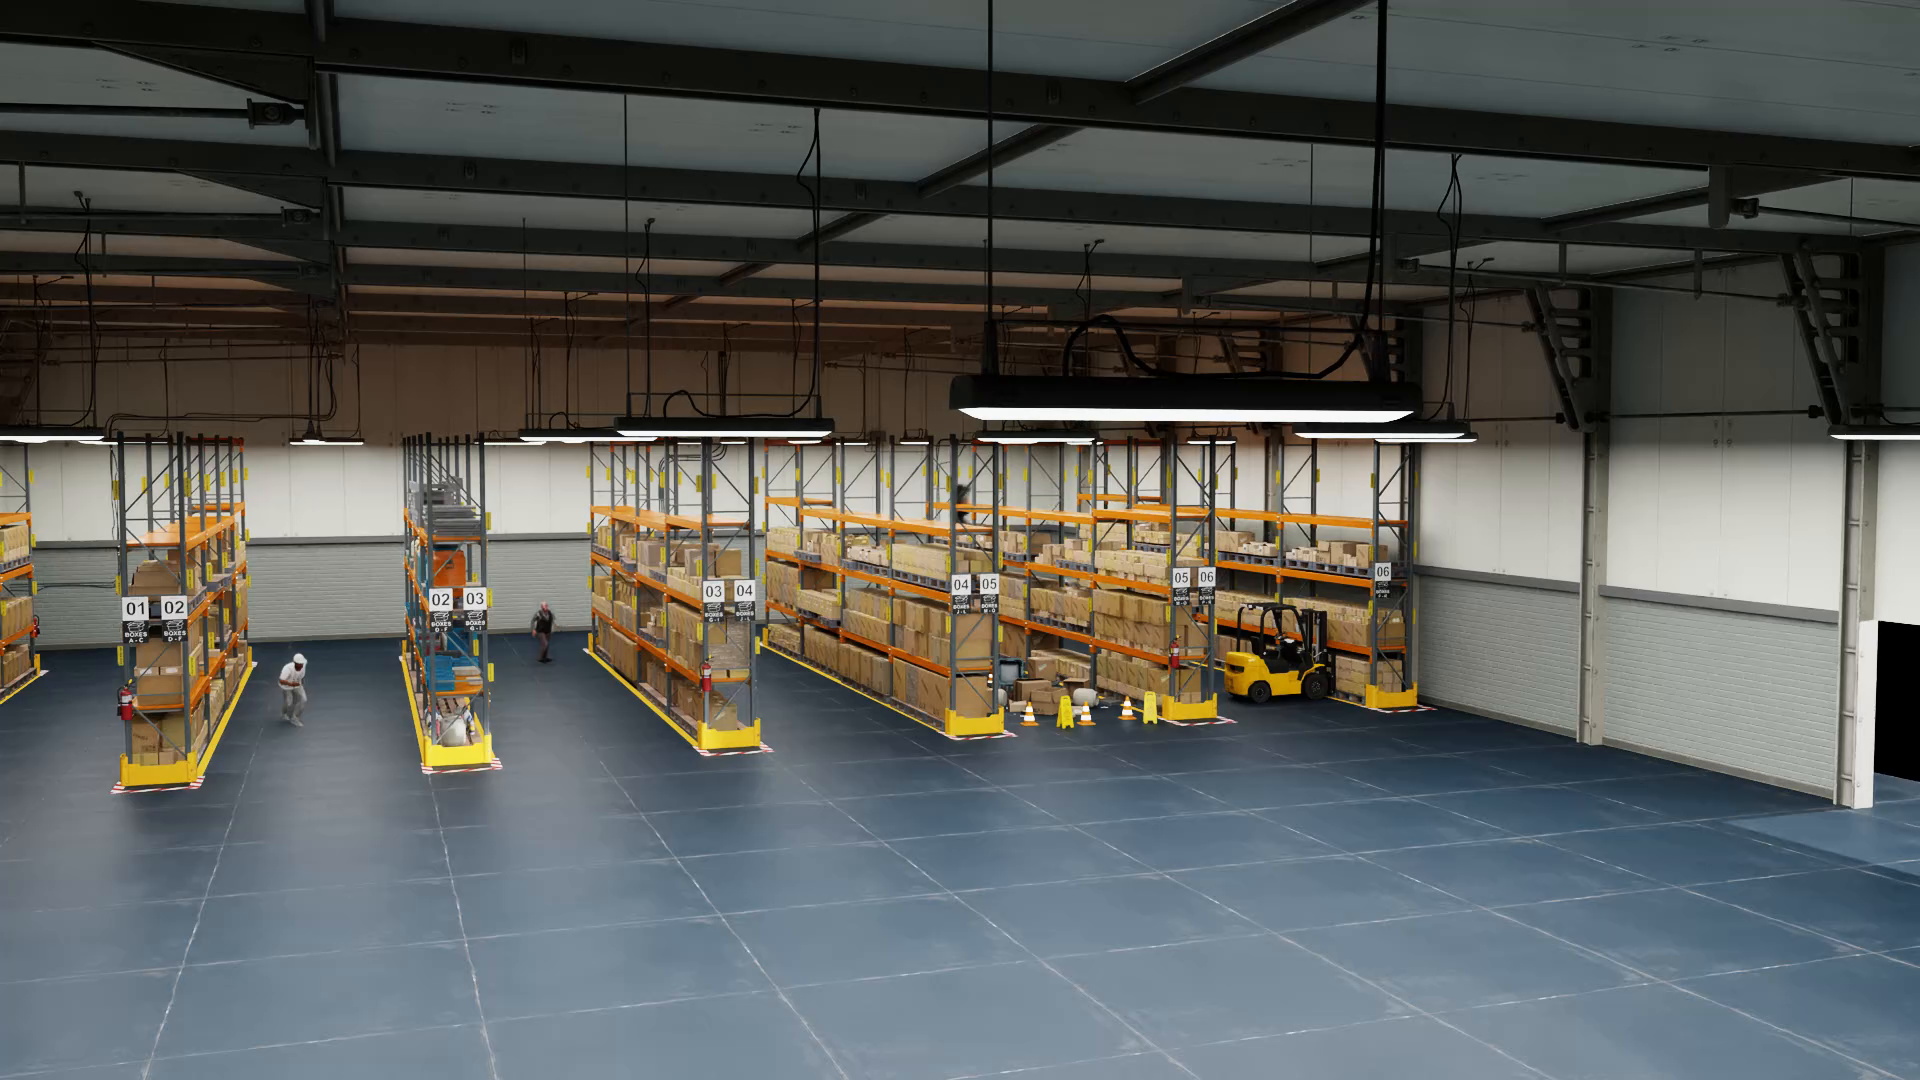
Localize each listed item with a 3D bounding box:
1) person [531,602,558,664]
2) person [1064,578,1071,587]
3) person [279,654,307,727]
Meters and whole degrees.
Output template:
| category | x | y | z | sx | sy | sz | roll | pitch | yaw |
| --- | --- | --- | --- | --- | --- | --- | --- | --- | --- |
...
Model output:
| category | x | y | z | sx | sy | sz | roll | pitch | yaw |
| --- | --- | --- | --- | --- | --- | --- | --- | --- | --- |
| person | -11.016 | 2.478 | 44.258 | 0.830 | 1.685 | 0.653 | 2 | 4 | 32 |
| person | 3.010 | 1.946 | 47.918 | 0.583 | 1.701 | 0.806 | -2 | 4 | -38 |
| person | -13.792 | 3.073 | 34.265 | 1.192 | 1.545 | 0.689 | 3 | 4 | 42 |
